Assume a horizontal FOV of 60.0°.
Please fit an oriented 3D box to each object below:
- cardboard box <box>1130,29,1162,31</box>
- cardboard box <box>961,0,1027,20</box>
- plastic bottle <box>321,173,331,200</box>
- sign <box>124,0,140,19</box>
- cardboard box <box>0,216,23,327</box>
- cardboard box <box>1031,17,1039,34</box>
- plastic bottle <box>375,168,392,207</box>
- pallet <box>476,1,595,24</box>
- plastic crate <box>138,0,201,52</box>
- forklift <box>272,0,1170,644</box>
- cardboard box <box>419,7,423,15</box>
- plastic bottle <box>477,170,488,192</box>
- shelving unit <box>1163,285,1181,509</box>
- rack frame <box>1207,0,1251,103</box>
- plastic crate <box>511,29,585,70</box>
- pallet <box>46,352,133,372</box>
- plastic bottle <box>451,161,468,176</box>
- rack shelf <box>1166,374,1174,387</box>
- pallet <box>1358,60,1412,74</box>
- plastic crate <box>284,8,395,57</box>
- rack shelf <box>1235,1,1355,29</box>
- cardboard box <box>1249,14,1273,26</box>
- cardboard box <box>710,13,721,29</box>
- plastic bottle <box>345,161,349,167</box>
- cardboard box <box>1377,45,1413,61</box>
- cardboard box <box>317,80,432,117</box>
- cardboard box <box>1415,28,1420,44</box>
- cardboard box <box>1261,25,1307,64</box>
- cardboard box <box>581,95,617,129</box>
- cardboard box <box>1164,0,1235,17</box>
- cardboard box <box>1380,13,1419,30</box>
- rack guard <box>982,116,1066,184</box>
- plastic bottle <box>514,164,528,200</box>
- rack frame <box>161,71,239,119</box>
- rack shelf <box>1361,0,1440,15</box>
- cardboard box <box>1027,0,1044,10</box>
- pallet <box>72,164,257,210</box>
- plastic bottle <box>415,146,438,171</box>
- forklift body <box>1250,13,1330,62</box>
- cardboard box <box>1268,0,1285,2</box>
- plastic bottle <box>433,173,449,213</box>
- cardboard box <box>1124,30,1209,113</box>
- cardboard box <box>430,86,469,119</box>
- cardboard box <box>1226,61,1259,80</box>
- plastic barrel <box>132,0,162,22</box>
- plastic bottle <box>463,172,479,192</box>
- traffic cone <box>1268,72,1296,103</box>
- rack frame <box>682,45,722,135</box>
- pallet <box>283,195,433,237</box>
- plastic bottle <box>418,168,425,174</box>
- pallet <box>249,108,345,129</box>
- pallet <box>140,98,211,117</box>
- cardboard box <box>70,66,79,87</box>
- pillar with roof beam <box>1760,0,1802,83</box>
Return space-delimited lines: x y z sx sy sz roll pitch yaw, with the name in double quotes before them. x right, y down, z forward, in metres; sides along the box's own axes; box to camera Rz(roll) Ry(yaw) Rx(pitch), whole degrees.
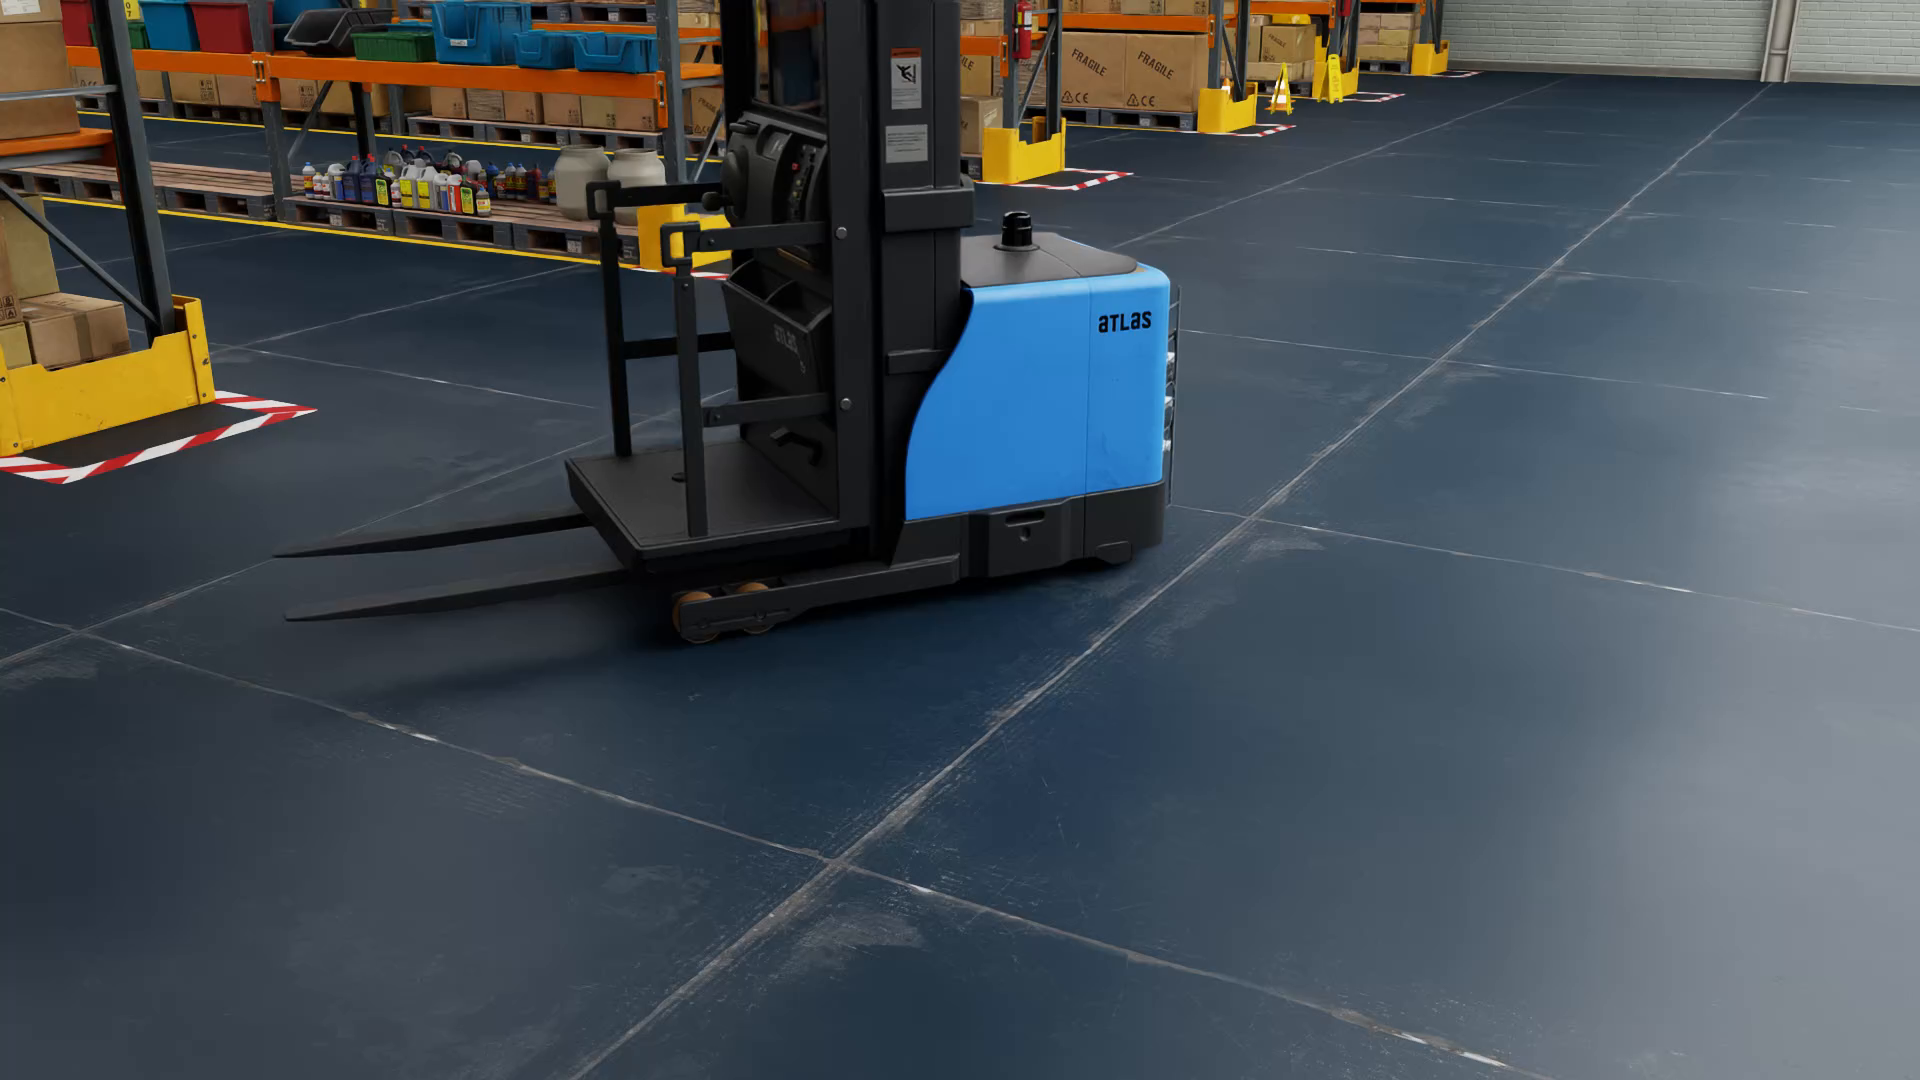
"cardboard box" 2.886 -7.531 25.045 0.500 0.500 0.500 12 23 29
"cardboard box" 0.222 -5.209 15.744 0.500 0.500 0.875 11 23 27
"plastic bottle" -4.977 -2.787 13.109 0.097 0.201 0.097 0 20 0
"sign" -3.870 -2.582 7.700 0.005 0.325 0.100 11 23 27
"cardboard box" -4.759 -1.232 7.679 0.500 0.500 0.500 11 23 27
"cardboard box" 0.556 -4.923 15.906 0.250 0.149 0.380 11 23 27
"plastic bottle" -4.428 -2.714 12.787 0.133 0.283 0.061 12 23 30
"pallet" -4.547 -5.846 18.363 1.213 0.211 1.003 11 23 27
"plastic crate" -6.333 -4.197 13.559 0.575 0.384 0.392 11 23 27
"forklift" -0.808 -1.245 5.498 3.031 2.935 1.130 -9 22 -23
"cardboard box" -6.587 -6.462 19.633 0.500 0.500 0.500 12 23 29
"plastic bottle" -3.810 -2.858 13.304 0.097 0.201 0.097 0 20 0
"shelving unit" 0.714 -0.543 6.543 0.210 0.900 0.258 9 22 22
"rack frame" 3.196 -6.382 19.561 0.127 3.000 1.000 11 23 27
"plastic crate" -2.874 -3.482 11.783 0.408 0.251 0.499 11 23 27
"pallet" -4.833 -0.778 8.200 1.213 0.211 1.003 11 23 27
"plastic bottle" -3.978 -2.876 13.234 0.133 0.283 0.061 11 23 27
"rack shelf" 0.714 -0.597 6.524 0.200 0.077 0.258 9 22 22
"pallet" 7.251 -8.155 28.537 1.213 0.211 1.003 11 23 27
"plastic crate" -4.824 -3.959 12.972 0.504 0.338 0.767 11 23 27
"rack shelf" 3.776 -7.867 24.709 4.000 0.370 1.077 11 23 27
"cardboard box" 4.342 -7.532 24.095 0.250 0.149 0.380 12 23 29
"cardboard box" -2.318 -5.266 16.851 0.250 0.149 0.380 11 23 27
"plastic bottle" -4.807 -2.846 13.150 0.133 0.283 0.061 11 23 27
"cardboard box" 7.375 -8.240 28.099 0.500 0.250 0.500 11 23 28
"cardboard box" -6.887 -5.573 19.828 0.875 0.875 1.225 10 22 25
"cardboard box" 7.630 -8.631 28.443 0.500 0.250 0.500 11 23 28
"cardboard box" 4.695 -7.186 24.092 0.500 0.500 0.500 11 23 28
"cardboard box" -3.736 -4.813 18.255 0.500 0.500 0.700 11 22 27
"cardboard box" 2.850 -6.501 19.668 0.550 0.550 0.875 11 23 27
"cardboard box" 7.385 -8.710 27.927 0.500 0.250 0.500 12 23 29
"rack guard" 0.623 -3.760 15.998 0.348 0.500 1.175 11 23 27
"plastic bottle" -3.457 -2.824 13.106 0.097 0.271 0.097 0 20 0
"rack frame" -9.787 -6.918 21.038 0.127 3.000 1.000 11 23 27
"rack shelf" 6.193 -9.345 28.785 4.000 0.370 1.077 11 23 27
"cardboard box" 0.937 -6.851 20.632 0.550 0.550 0.875 11 23 27
"pallet" -6.992 -3.124 14.668 1.213 0.211 1.003 11 23 27
"plastic bottle" -4.348 -3.022 13.536 0.185 0.351 0.144 10 22 25
"forklift body" 5.394 -8.724 27.262 1.214 2.155 2.313 11 23 27
"cardboard box" 4.603 -7.811 23.869 0.250 0.149 0.380 10 22 26
"plastic bottle" -3.871 -2.623 12.545 0.135 0.276 0.152 10 22 26
"cardboard box" 2.572 -5.674 20.108 0.875 0.875 0.875 11 23 28
"cardboard box" -5.700 -5.179 19.265 0.500 0.500 0.700 10 22 24
"cardboard box" 4.237 -6.920 24.461 0.500 0.250 0.500 11 23 27
"plastic barrel" -6.965 -4.596 14.436 0.433 0.535 0.433 0 20 0
"plastic bottle" -3.699 -2.635 12.568 0.133 0.283 0.061 11 23 27
"traffic cone" 4.517 -6.368 23.241 0.334 0.463 0.336 11 23 27
"rack frame" -2.803 -5.588 17.371 0.127 3.000 1.000 11 23 27
"pallet" -4.653 -2.678 13.439 1.213 0.211 1.003 11 23 27
"plastic bottle" -4.130 -2.728 12.836 0.135 0.276 0.152 11 23 27
"pallet" -8.008 -5.299 20.663 1.213 0.211 1.003 11 23 27
"pallet" -10.413 -5.757 21.926 1.213 0.211 1.003 11 23 27
"cardboard box" -11.887 -6.548 22.518 0.875 0.875 0.875 11 23 27
"pillar with roof beam" 10.910 -10.276 21.497 0.400 9.000 9.100 11 23 27
